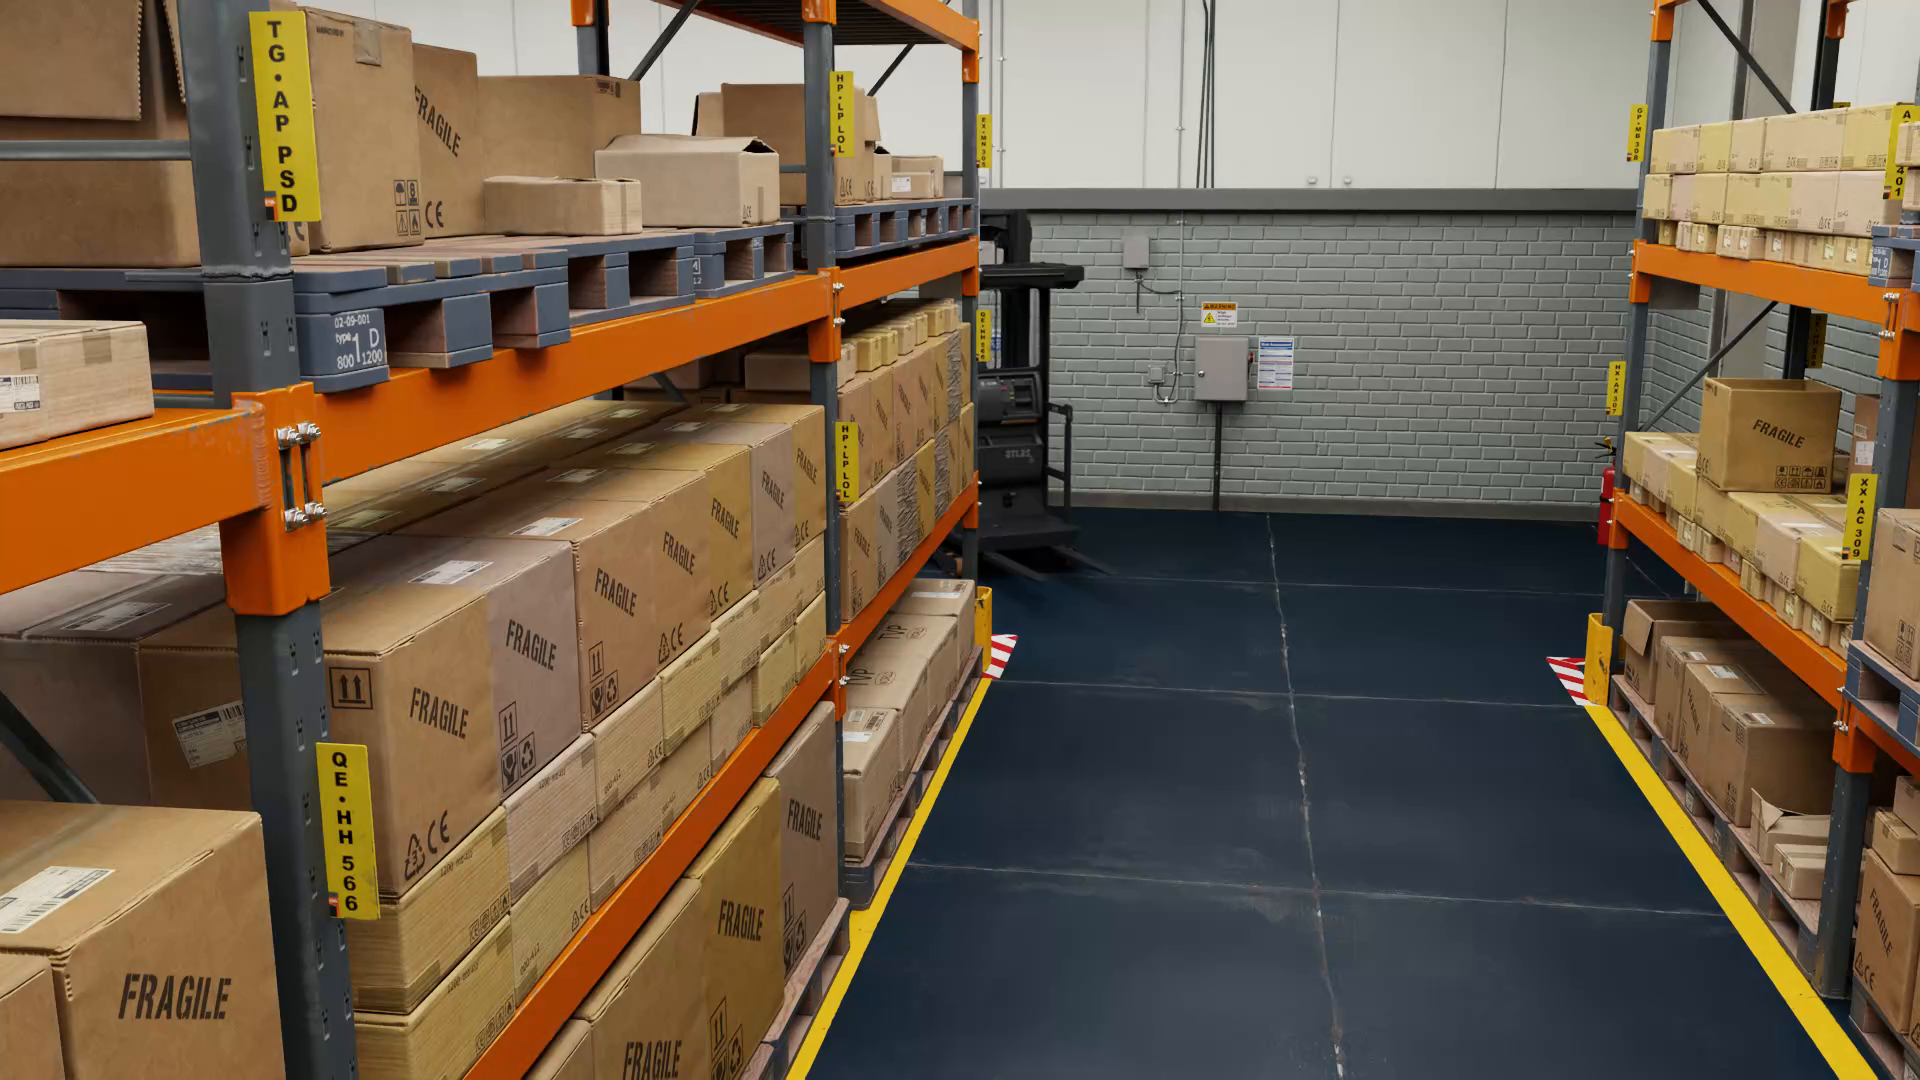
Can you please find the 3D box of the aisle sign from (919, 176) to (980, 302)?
[{"bbox_3d":[-0.070,-1.915,10.589,0.394,0.787,0.004,2,12,9],"label":"aisle sign"}]

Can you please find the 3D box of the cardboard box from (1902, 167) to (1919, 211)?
[{"bbox_3d":[3.464,-1.195,5.660,0.380,0.149,0.250,2,12,10],"label":"cardboard box"}]

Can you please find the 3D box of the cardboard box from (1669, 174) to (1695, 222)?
[{"bbox_3d":[4.122,-1.828,8.884,0.500,0.250,0.500,2,12,10],"label":"cardboard box"}]

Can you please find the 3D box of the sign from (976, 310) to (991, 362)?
[{"bbox_3d":[0.147,-1.301,10.598,0.100,0.325,0.005,2,12,9],"label":"sign"}]

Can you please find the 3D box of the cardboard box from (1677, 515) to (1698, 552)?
[{"bbox_3d":[3.949,-0.030,8.610,0.380,0.149,0.250,2,12,7],"label":"cardboard box"}]

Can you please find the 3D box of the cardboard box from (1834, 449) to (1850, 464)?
[{"bbox_3d":[4.629,-0.340,9.099,0.500,0.250,0.500,2,12,9],"label":"cardboard box"}]

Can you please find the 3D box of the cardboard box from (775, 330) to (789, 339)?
[{"bbox_3d":[-1.049,-0.945,8.109,0.380,0.149,0.250,2,12,8],"label":"cardboard box"}]

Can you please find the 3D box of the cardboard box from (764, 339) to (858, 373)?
[{"bbox_3d":[-0.676,-0.827,7.561,0.380,0.149,0.250,2,12,8],"label":"cardboard box"}]

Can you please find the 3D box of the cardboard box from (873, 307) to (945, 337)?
[{"bbox_3d":[-0.296,-1.252,9.531,0.380,0.149,0.250,2,12,10],"label":"cardboard box"}]

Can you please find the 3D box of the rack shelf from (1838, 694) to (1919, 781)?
[{"bbox_3d":[3.595,1.121,4.377,1.077,0.370,4.000,2,12,9],"label":"rack shelf"}]

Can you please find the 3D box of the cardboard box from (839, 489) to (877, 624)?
[{"bbox_3d":[-0.671,0.055,7.379,0.500,0.500,0.500,2,12,11],"label":"cardboard box"}]

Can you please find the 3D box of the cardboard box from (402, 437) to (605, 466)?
[{"bbox_3d":[-1.484,-0.051,5.498,0.500,0.500,0.500,2,12,7],"label":"cardboard box"}]

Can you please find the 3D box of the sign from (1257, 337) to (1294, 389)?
[{"bbox_3d":[3.030,-1.696,15.969,0.329,0.494,0.001,2,12,9],"label":"sign"}]

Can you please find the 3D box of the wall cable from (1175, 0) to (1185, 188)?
[{"bbox_3d":[0.952,-4.740,15.629,2.355,3.000,0.029,2,12,9],"label":"wall cable"}]

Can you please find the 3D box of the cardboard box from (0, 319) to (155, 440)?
[{"bbox_3d":[-1.458,-0.245,2.487,0.380,0.149,0.250,2,12,9],"label":"cardboard box"}]

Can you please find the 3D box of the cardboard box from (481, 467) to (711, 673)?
[{"bbox_3d":[-1.057,0.078,4.901,0.500,0.500,0.500,2,12,10],"label":"cardboard box"}]

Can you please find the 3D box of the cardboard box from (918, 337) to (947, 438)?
[{"bbox_3d":[-0.356,-0.856,9.236,0.500,0.500,0.500,2,12,8],"label":"cardboard box"}]

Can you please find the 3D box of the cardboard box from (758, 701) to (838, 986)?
[{"bbox_3d":[-1.018,1.158,6.544,0.875,0.875,0.875,2,12,10],"label":"cardboard box"}]

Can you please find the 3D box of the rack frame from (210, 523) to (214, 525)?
[{"bbox_3d":[-5.294,-0.779,11.486,1.000,3.000,0.127,2,12,9],"label":"rack frame"}]

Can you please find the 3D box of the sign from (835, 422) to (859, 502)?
[{"bbox_3d":[-0.464,-0.318,6.790,0.100,0.325,0.005,2,12,9],"label":"sign"}]

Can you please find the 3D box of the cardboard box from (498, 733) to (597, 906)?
[{"bbox_3d":[-1.215,0.650,4.027,0.500,0.250,0.500,2,12,10],"label":"cardboard box"}]

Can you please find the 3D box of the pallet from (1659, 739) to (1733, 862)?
[{"bbox_3d":[4.195,1.319,8.372,1.003,0.211,1.213,2,12,9],"label":"pallet"}]

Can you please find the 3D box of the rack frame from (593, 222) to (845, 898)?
[{"bbox_3d":[-1.002,0.193,6.976,1.000,3.000,0.127,2,12,9],"label":"rack frame"}]

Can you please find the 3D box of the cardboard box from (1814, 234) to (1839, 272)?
[{"bbox_3d":[3.757,-1.181,6.829,0.380,0.149,0.250,2,12,11],"label":"cardboard box"}]

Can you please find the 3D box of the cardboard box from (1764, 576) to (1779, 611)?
[{"bbox_3d":[3.804,0.238,7.364,0.380,0.149,0.250,2,12,10],"label":"cardboard box"}]

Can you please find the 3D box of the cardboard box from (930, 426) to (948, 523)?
[{"bbox_3d":[-0.361,-0.368,9.342,0.500,0.500,0.500,2,12,10],"label":"cardboard box"}]

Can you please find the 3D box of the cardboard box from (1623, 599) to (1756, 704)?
[{"bbox_3d":[4.331,0.660,9.739,0.797,0.503,0.637,1,12,6],"label":"cardboard box"}]

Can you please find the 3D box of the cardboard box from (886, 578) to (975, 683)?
[{"bbox_3d":[-0.390,0.549,10.413,0.875,0.438,0.875,1,12,7],"label":"cardboard box"}]

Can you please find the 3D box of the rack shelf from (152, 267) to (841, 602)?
[{"bbox_3d":[-1.310,-0.505,4.804,1.077,0.370,4.000,2,12,9],"label":"rack shelf"}]

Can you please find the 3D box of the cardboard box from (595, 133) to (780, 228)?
[{"bbox_3d":[-0.930,-1.244,5.742,0.500,0.311,0.500,2,12,9],"label":"cardboard box"}]

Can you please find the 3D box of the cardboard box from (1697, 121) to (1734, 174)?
[{"bbox_3d":[4.041,-1.967,8.346,0.500,0.250,0.500,2,12,8],"label":"cardboard box"}]

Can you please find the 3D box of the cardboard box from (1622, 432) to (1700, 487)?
[{"bbox_3d":[4.182,-0.466,9.684,0.500,0.250,0.500,2,12,9],"label":"cardboard box"}]

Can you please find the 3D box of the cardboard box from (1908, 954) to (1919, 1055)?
[{"bbox_3d":[3.534,1.575,5.503,0.500,0.500,0.500,2,12,8],"label":"cardboard box"}]

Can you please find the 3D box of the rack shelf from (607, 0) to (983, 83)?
[{"bbox_3d":[-0.695,-2.608,8.394,1.077,0.370,4.000,2,12,9],"label":"rack shelf"}]

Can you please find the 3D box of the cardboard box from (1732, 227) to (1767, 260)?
[{"bbox_3d":[3.874,-1.396,7.827,0.380,0.149,0.250,2,12,10],"label":"cardboard box"}]

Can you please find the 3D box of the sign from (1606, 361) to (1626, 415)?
[{"bbox_3d":[3.982,-0.920,10.087,0.100,0.325,0.005,2,12,9],"label":"sign"}]

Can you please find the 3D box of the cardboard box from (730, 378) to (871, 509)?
[{"bbox_3d":[-0.690,-0.435,7.283,0.500,0.500,0.500,2,12,9],"label":"cardboard box"}]

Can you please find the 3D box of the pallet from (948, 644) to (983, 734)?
[{"bbox_3d":[-0.433,0.893,10.349,1.003,0.211,1.213,2,12,9],"label":"pallet"}]

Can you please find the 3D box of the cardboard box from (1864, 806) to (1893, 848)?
[{"bbox_3d":[4.305,1.322,7.511,0.380,0.149,0.250,2,12,8],"label":"cardboard box"}]

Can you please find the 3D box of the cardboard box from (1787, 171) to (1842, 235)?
[{"bbox_3d":[3.799,-1.402,6.909,0.500,0.250,0.500,1,12,7],"label":"cardboard box"}]

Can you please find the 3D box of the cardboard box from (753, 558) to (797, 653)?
[{"bbox_3d":[-0.899,0.226,5.993,0.500,0.250,0.500,2,12,10],"label":"cardboard box"}]

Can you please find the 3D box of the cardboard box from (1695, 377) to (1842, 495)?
[{"bbox_3d":[3.952,-0.520,8.156,0.500,0.500,0.500,2,12,10],"label":"cardboard box"}]

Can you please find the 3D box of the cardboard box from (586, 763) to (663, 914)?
[{"bbox_3d":[-1.146,0.789,4.567,0.500,0.250,0.500,2,12,11],"label":"cardboard box"}]

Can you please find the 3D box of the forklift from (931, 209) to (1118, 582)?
[{"bbox_3d":[0.335,-1.228,13.733,1.130,2.935,3.031,-5,13,-22],"label":"forklift"}]

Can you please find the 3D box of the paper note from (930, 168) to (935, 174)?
[{"bbox_3d":[-0.135,-1.857,8.362,0.006,0.032,0.123,2,12,9],"label":"paper note"}]

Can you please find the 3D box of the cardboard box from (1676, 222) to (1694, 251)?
[{"bbox_3d":[4.029,-1.607,8.807,0.380,0.149,0.250,2,12,10],"label":"cardboard box"}]

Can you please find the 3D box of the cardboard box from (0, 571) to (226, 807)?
[{"bbox_3d":[-1.796,0.372,3.535,0.500,0.500,0.500,2,12,7],"label":"cardboard box"}]

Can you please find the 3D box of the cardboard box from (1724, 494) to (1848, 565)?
[{"bbox_3d":[3.893,-0.041,7.712,0.500,0.250,0.500,2,12,8],"label":"cardboard box"}]

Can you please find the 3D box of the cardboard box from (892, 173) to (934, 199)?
[{"bbox_3d":[-0.353,-2.050,9.630,0.380,0.149,0.250,1,12,4],"label":"cardboard box"}]

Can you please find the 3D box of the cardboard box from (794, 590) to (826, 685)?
[{"bbox_3d":[-0.822,0.368,6.520,0.500,0.250,0.500,2,12,7],"label":"cardboard box"}]

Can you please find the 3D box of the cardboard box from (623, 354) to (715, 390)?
[{"bbox_3d":[-1.269,-0.736,7.137,0.380,0.149,0.250,2,12,7],"label":"cardboard box"}]

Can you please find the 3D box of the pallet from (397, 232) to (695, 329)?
[{"bbox_3d":[-1.402,-0.717,4.526,1.003,0.211,1.213,2,12,11],"label":"pallet"}]

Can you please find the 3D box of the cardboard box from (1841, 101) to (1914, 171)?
[{"bbox_3d":[3.743,-1.542,6.373,0.500,0.250,0.500,2,12,9],"label":"cardboard box"}]

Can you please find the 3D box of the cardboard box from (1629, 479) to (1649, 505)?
[{"bbox_3d":[4.197,-0.297,9.847,0.380,0.149,0.250,2,12,8],"label":"cardboard box"}]

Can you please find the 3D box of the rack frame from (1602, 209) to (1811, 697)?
[{"bbox_3d":[4.518,-0.479,10.097,1.000,3.000,0.127,2,12,9],"label":"rack frame"}]

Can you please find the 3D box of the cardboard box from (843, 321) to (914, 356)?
[{"bbox_3d":[-0.444,-1.035,8.526,0.380,0.149,0.250,2,12,9],"label":"cardboard box"}]

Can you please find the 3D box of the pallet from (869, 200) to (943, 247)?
[{"bbox_3d":[-0.676,-1.653,8.633,1.003,0.211,1.213,2,12,9],"label":"pallet"}]

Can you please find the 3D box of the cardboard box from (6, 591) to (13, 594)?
[{"bbox_3d":[-5.755,0.381,10.464,0.380,0.149,0.250,1,12,6],"label":"cardboard box"}]
